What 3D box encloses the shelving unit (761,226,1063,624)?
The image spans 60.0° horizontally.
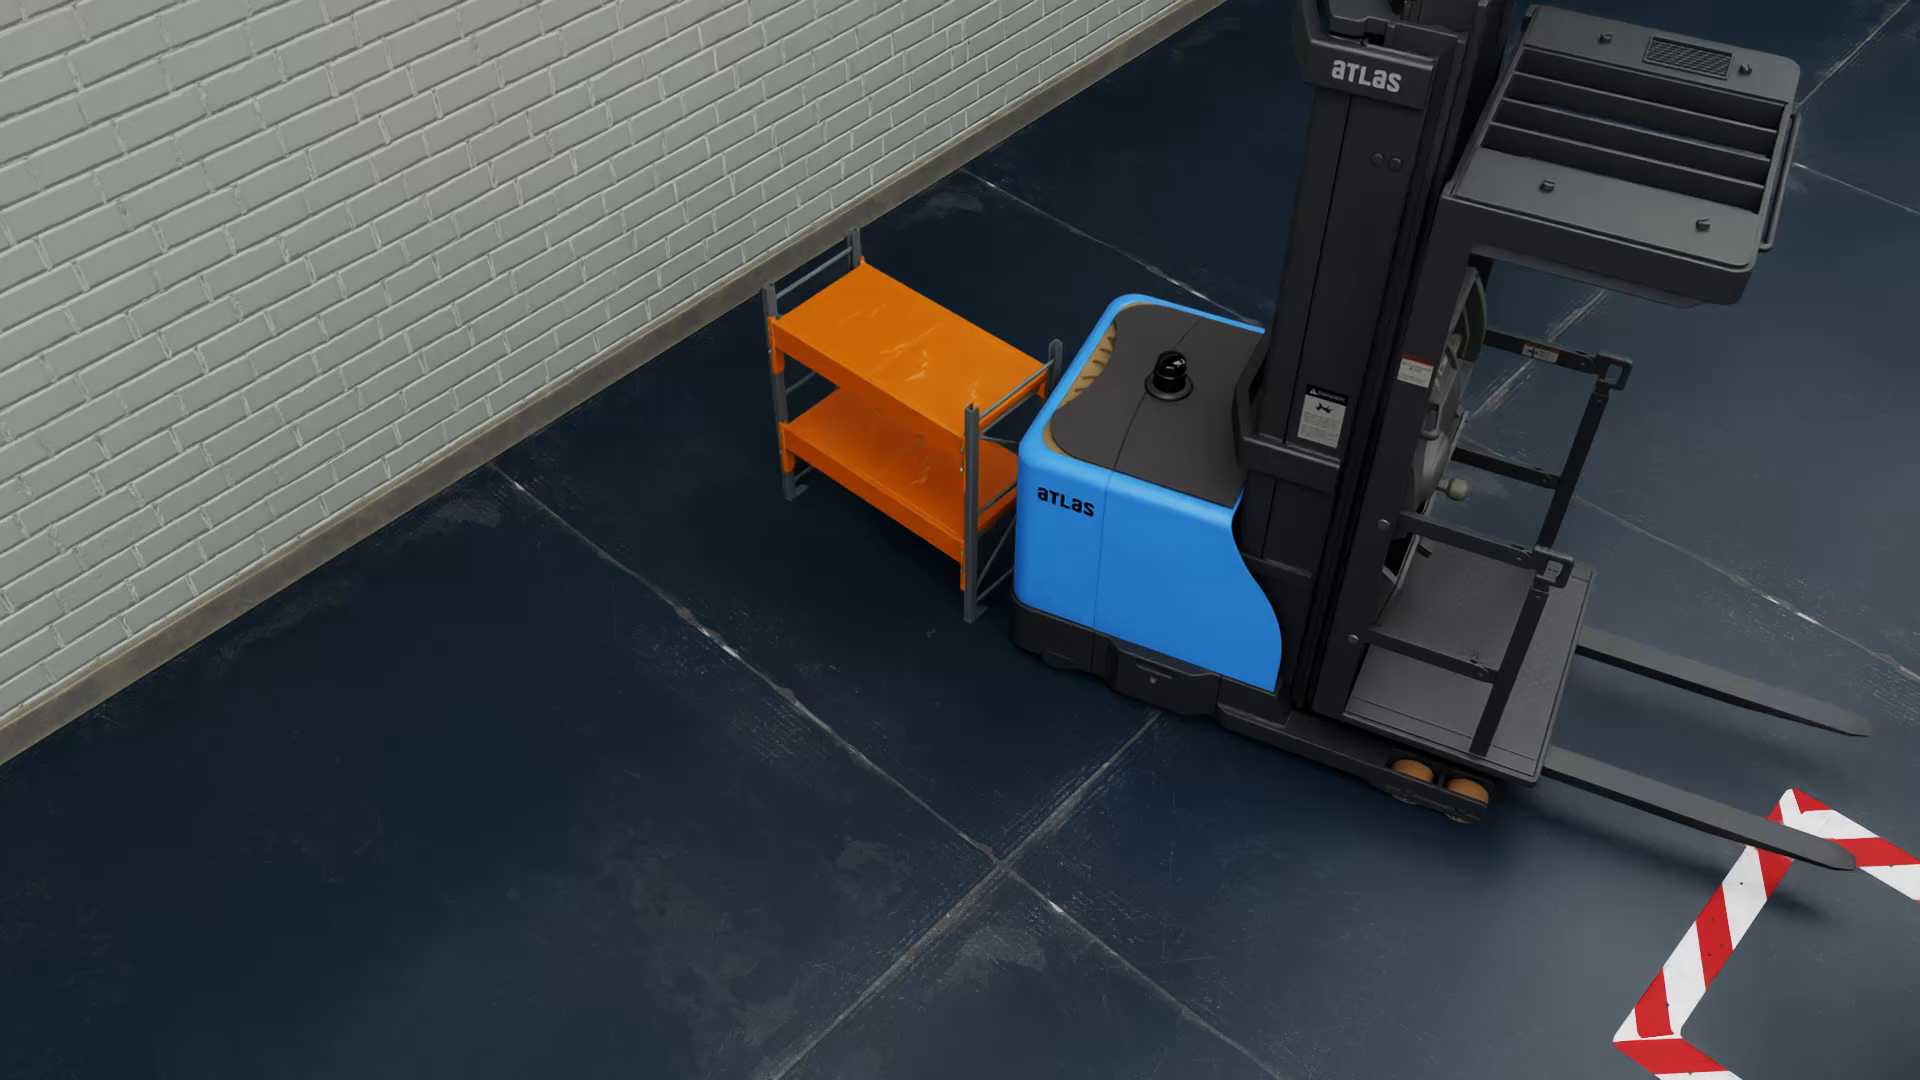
[{"bbox_3d":[-0.187,-0.445,6.504,1.048,1.125,0.538,33,55,27],"label":"shelving unit"}]

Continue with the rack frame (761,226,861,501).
[{"bbox_3d":[-0.566,-0.691,6.736,0.032,1.125,0.500,33,55,27],"label":"rack frame"}]

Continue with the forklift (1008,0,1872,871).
[{"bbox_3d":[1.744,-0.443,5.264,3.031,2.935,1.130,19,50,17],"label":"forklift"}]

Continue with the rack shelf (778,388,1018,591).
[{"bbox_3d":[-0.187,-0.277,6.683,1.000,0.278,0.538,33,55,27],"label":"rack shelf"}]

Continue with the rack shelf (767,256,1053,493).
[{"bbox_3d":[-0.187,-0.645,6.291,1.000,0.278,0.538,33,55,27],"label":"rack shelf"}]

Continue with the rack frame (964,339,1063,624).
[{"bbox_3d":[0.193,-0.198,6.273,0.032,1.125,0.500,33,55,27],"label":"rack frame"}]
